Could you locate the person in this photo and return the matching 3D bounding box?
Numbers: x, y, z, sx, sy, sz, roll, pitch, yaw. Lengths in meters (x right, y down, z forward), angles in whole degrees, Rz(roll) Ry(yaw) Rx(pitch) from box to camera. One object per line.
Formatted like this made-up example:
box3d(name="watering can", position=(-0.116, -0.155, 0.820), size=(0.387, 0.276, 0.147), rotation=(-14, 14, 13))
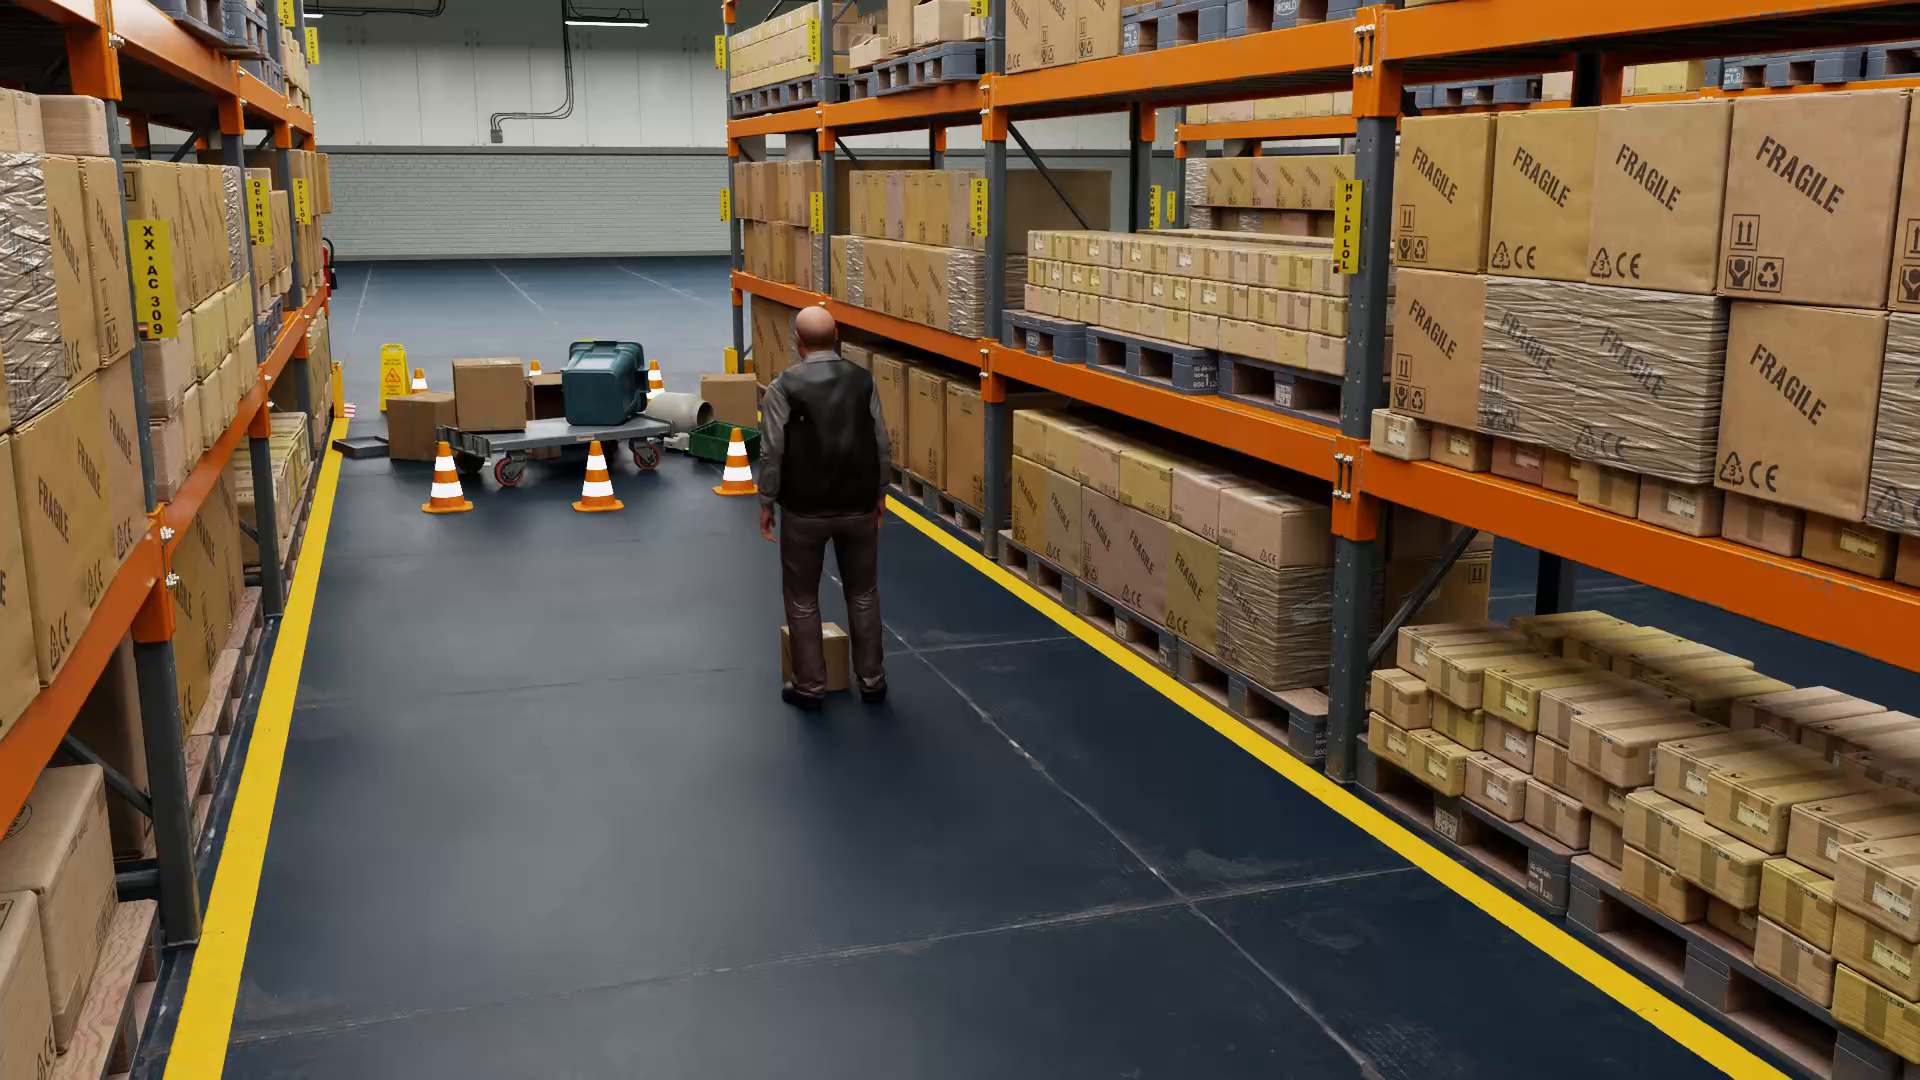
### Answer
box3d(name="person", position=(-0.568, -0.129, 7.110), size=(0.592, 1.722, 0.412), rotation=(-5, 13, -21))
